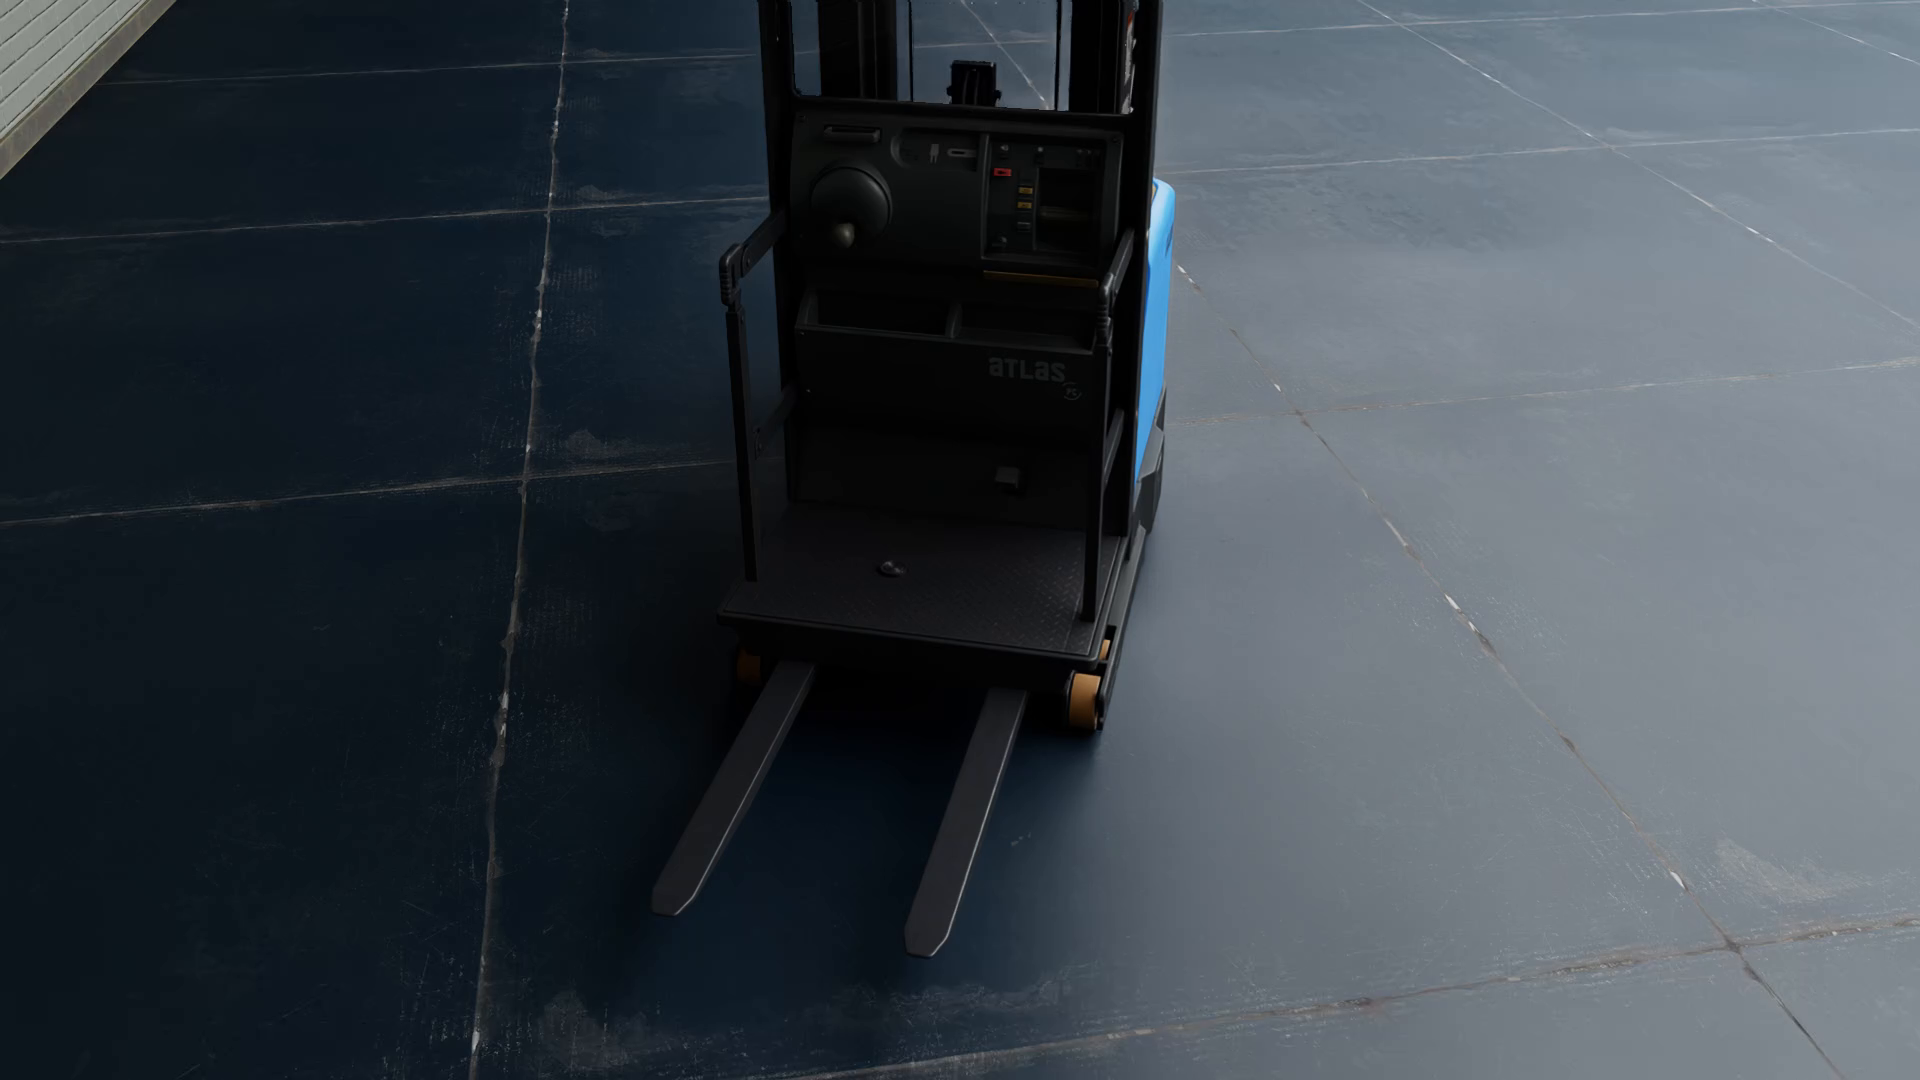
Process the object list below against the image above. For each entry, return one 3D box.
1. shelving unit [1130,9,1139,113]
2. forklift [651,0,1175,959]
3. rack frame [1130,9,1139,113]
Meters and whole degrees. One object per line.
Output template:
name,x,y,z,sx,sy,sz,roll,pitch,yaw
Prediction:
shelving unit,0.107,-1.221,6.347,1.083,1.500,0.587,5,31,9
forklift,-0.061,-0.922,4.426,1.130,2.935,3.031,6,31,11
rack frame,0.599,-1.178,6.273,0.032,1.500,0.500,5,31,9
